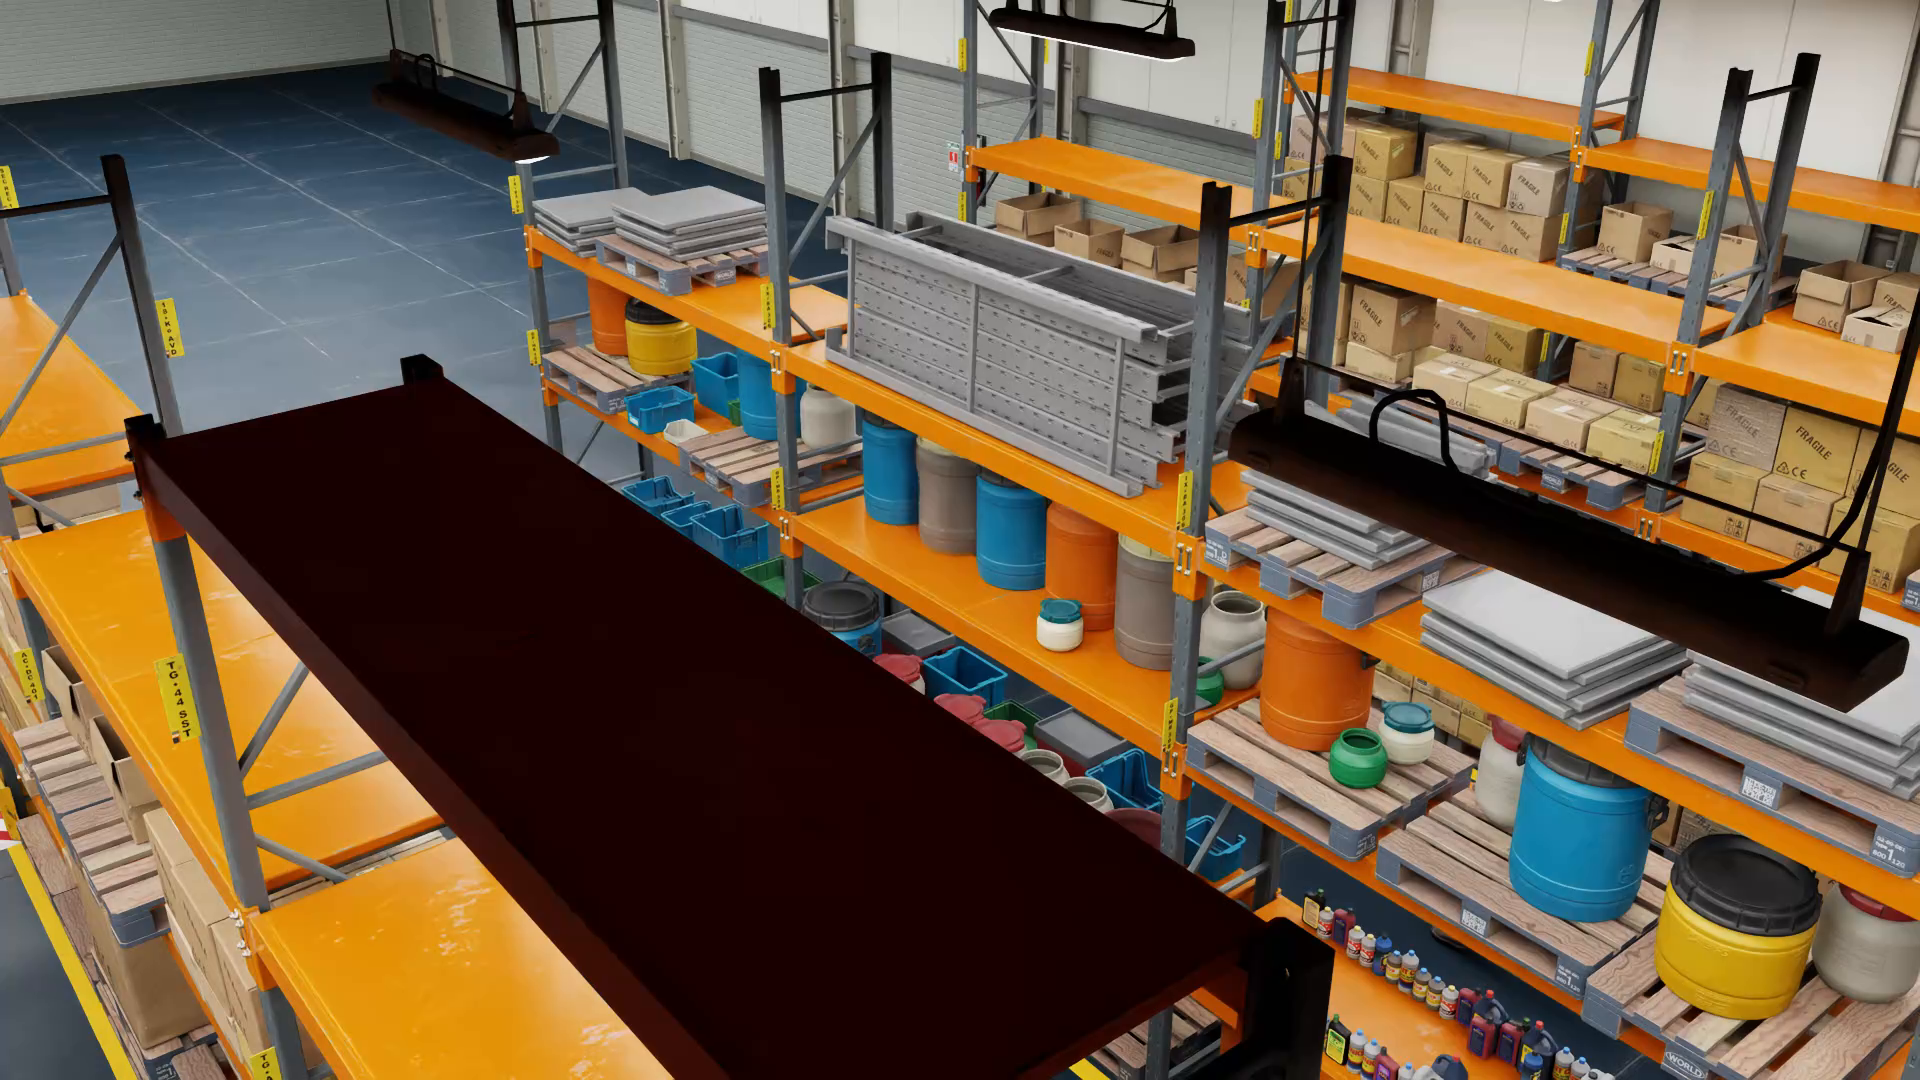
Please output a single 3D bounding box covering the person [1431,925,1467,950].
[{"bbox_3d":[3.868,2.308,11.623,0.450,1.593,1.028,-20,32,-35],"label":"person"}]
